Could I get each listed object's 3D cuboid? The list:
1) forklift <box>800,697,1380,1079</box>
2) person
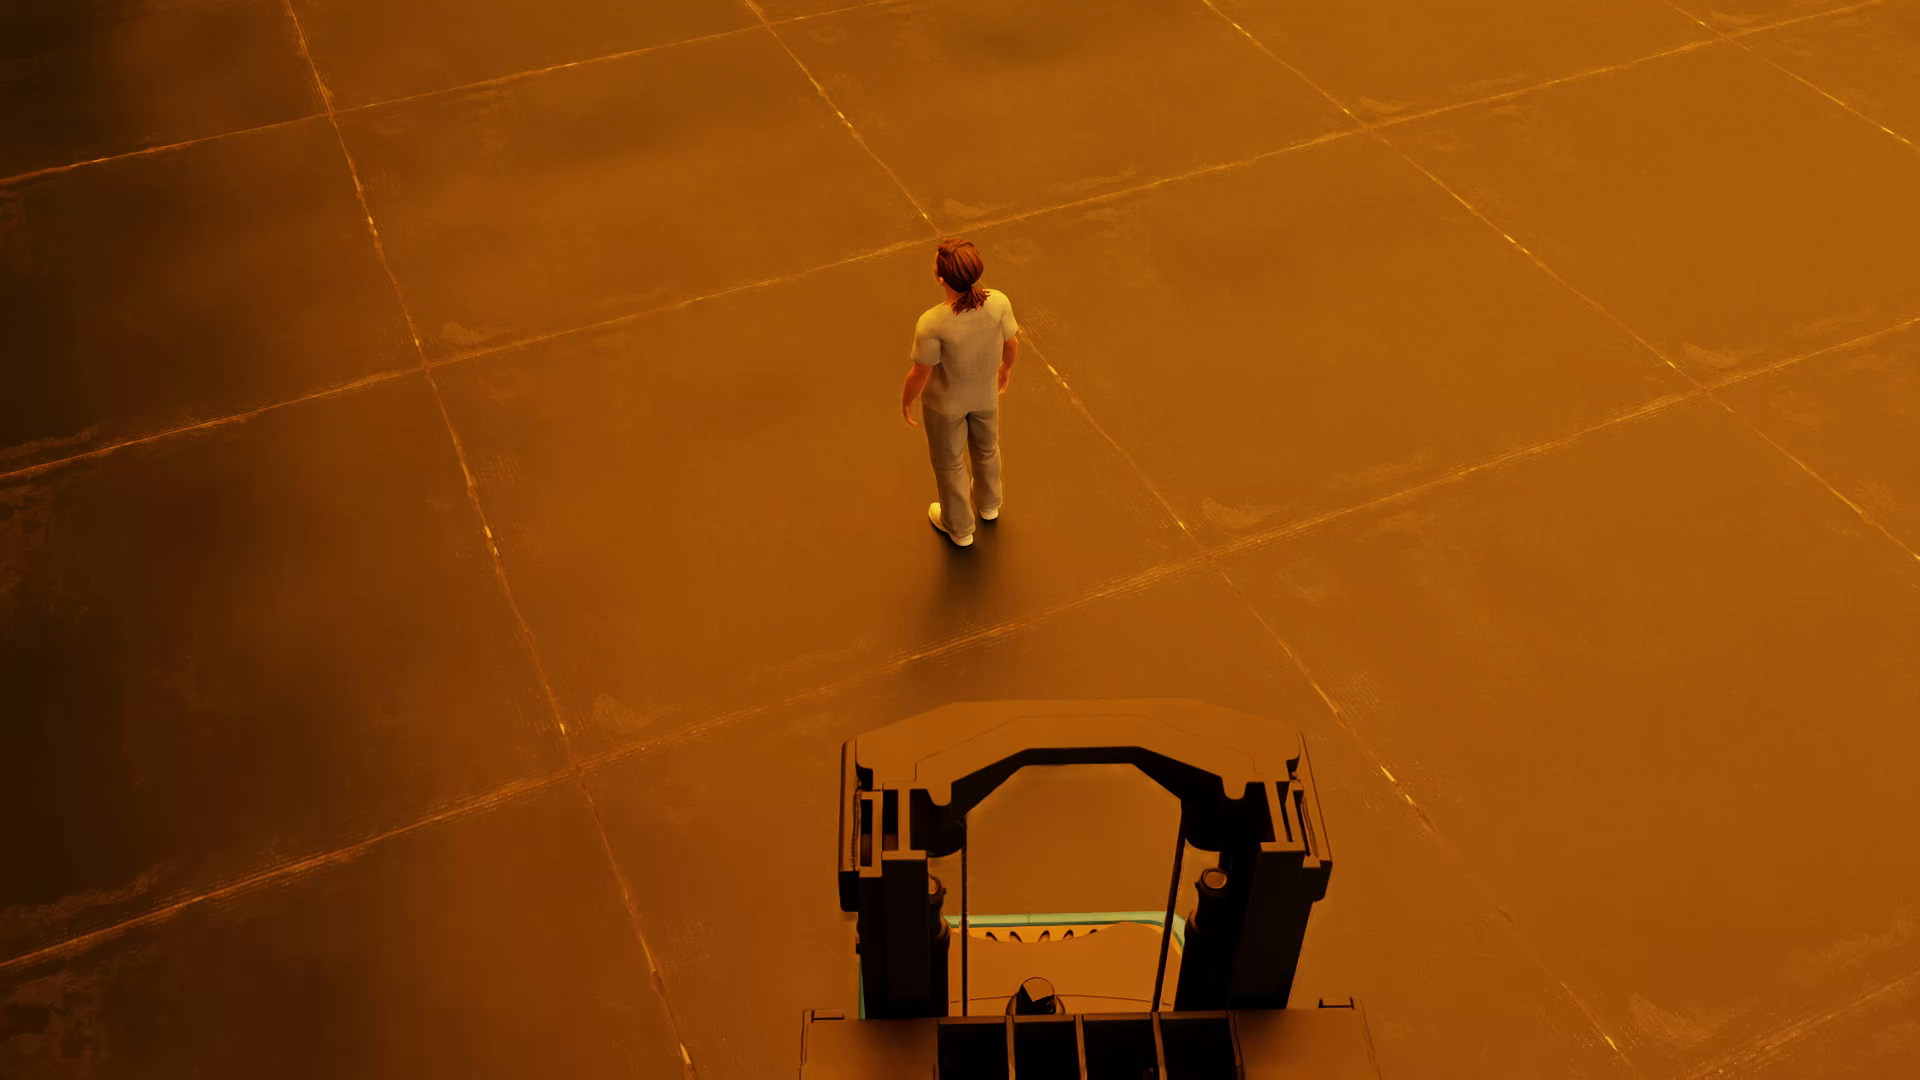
[{"bbox_3d":[0.246,1.856,3.692,1.130,2.935,3.031,-1,43,-1],"label":"forklift"},{"bbox_3d":[-0.019,-0.668,7.305,0.549,1.673,0.548,-18,46,-18],"label":"person"}]
